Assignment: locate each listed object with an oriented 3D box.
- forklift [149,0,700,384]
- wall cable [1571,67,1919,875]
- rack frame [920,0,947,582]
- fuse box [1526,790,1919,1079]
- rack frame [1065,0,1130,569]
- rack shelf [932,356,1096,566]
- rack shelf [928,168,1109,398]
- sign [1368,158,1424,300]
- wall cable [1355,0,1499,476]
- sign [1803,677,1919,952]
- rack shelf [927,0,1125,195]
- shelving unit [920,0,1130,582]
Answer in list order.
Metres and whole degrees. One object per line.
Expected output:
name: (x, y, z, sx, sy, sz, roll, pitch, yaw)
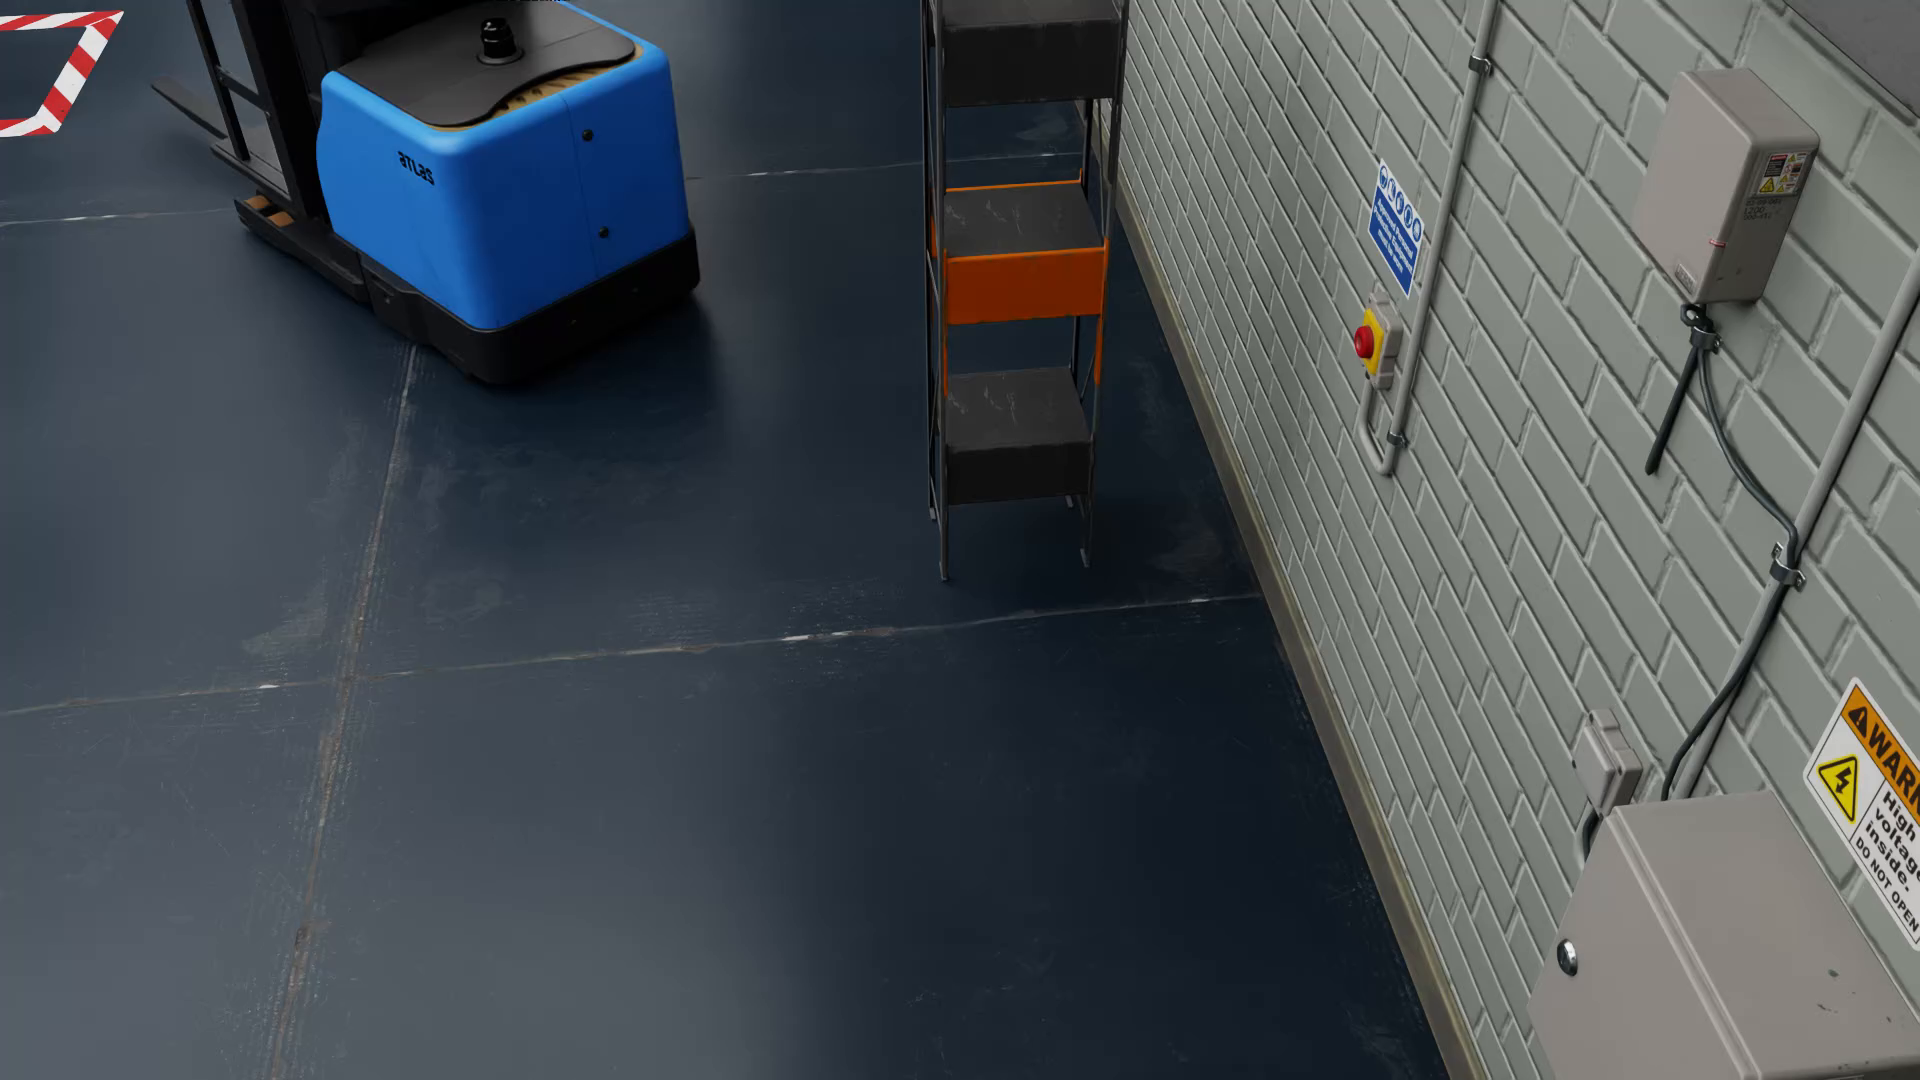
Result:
forklift: (-2.482, -2.548, 6.387, 3.031, 2.935, 1.130, 32, 51, 31)
wall cable: (1.233, -0.083, 2.844, 0.122, 1.984, 0.588, -5, 42, -6)
rack frame: (-0.078, -0.773, 5.039, 0.015, 2.100, 0.400, -5, 42, -6)
fuse box: (1.166, 1.240, 3.098, 0.414, 1.711, 0.539, -5, 42, -6)
rack frame: (0.406, -0.815, 5.086, 0.015, 2.100, 0.400, -5, 42, -6)
rack shelf: (0.164, -0.264, 5.541, 0.480, 0.518, 0.431, -5, 42, -6)
rack shelf: (0.164, -0.784, 5.072, 0.480, 0.518, 0.431, -5, 42, -6)
sign: (1.092, -0.784, 4.178, 0.001, 0.218, 0.327, -5, 42, -6)
wall cable: (1.038, -1.035, 3.876, 0.123, 1.953, 0.585, -5, 42, -6)
sign: (1.364, 0.400, 2.450, 0.001, 0.242, 0.339, -5, 42, -6)
rack shelf: (0.164, -1.304, 4.603, 0.480, 0.518, 0.431, -5, 42, -6)
shelving unit: (0.164, -0.794, 5.063, 0.503, 2.100, 0.431, -5, 42, -6)
